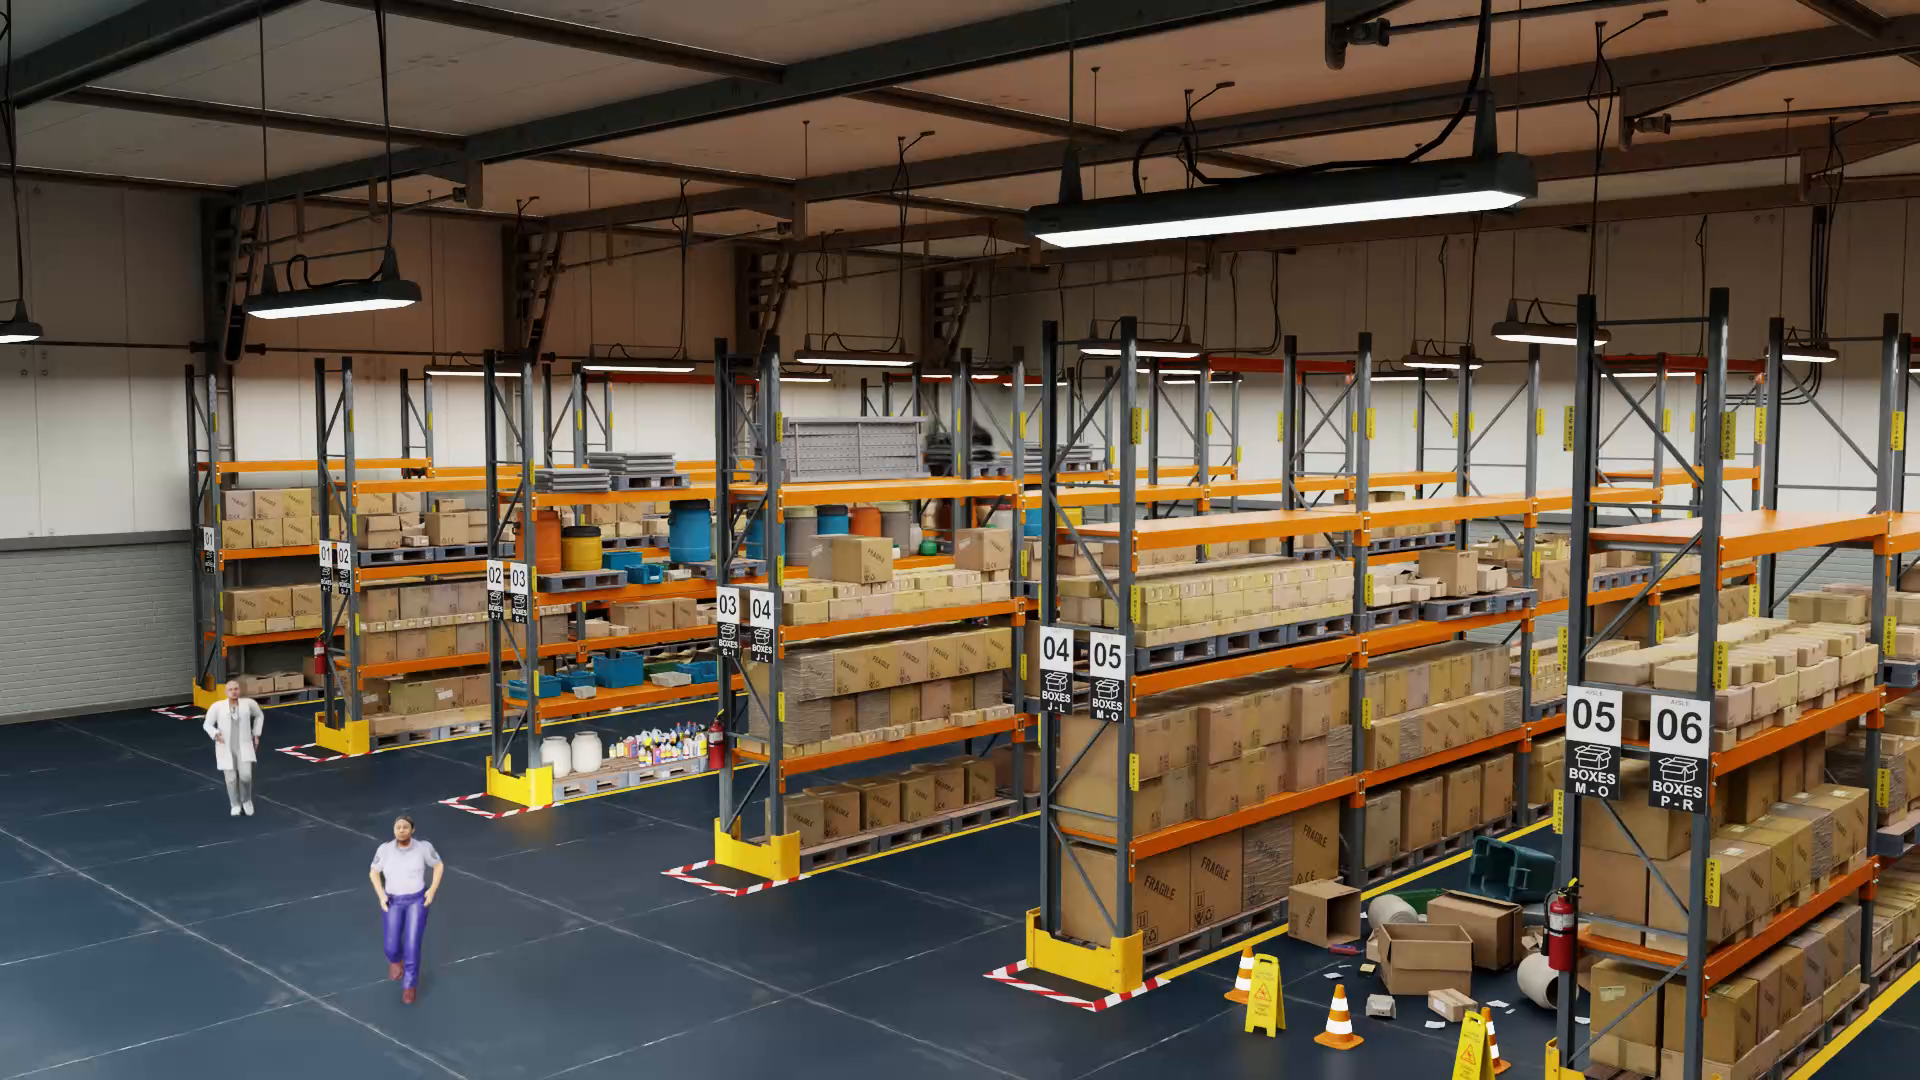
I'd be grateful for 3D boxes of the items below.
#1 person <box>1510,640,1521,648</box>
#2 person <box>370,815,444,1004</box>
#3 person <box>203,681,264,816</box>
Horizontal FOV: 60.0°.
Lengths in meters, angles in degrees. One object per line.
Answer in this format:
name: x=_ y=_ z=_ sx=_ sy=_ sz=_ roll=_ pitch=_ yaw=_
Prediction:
person: x=8.556 y=2.377 z=25.526 sx=0.544 sy=1.691 sz=0.661 roll=-3 pitch=6 yaw=-39
person: x=-4.916 y=3.235 z=14.807 sx=0.629 sy=1.629 sz=0.628 roll=-1 pitch=4 yaw=-13
person: x=-9.235 y=2.667 z=21.171 sx=0.710 sy=1.757 sz=0.695 roll=-2 pitch=5 yaw=-23
